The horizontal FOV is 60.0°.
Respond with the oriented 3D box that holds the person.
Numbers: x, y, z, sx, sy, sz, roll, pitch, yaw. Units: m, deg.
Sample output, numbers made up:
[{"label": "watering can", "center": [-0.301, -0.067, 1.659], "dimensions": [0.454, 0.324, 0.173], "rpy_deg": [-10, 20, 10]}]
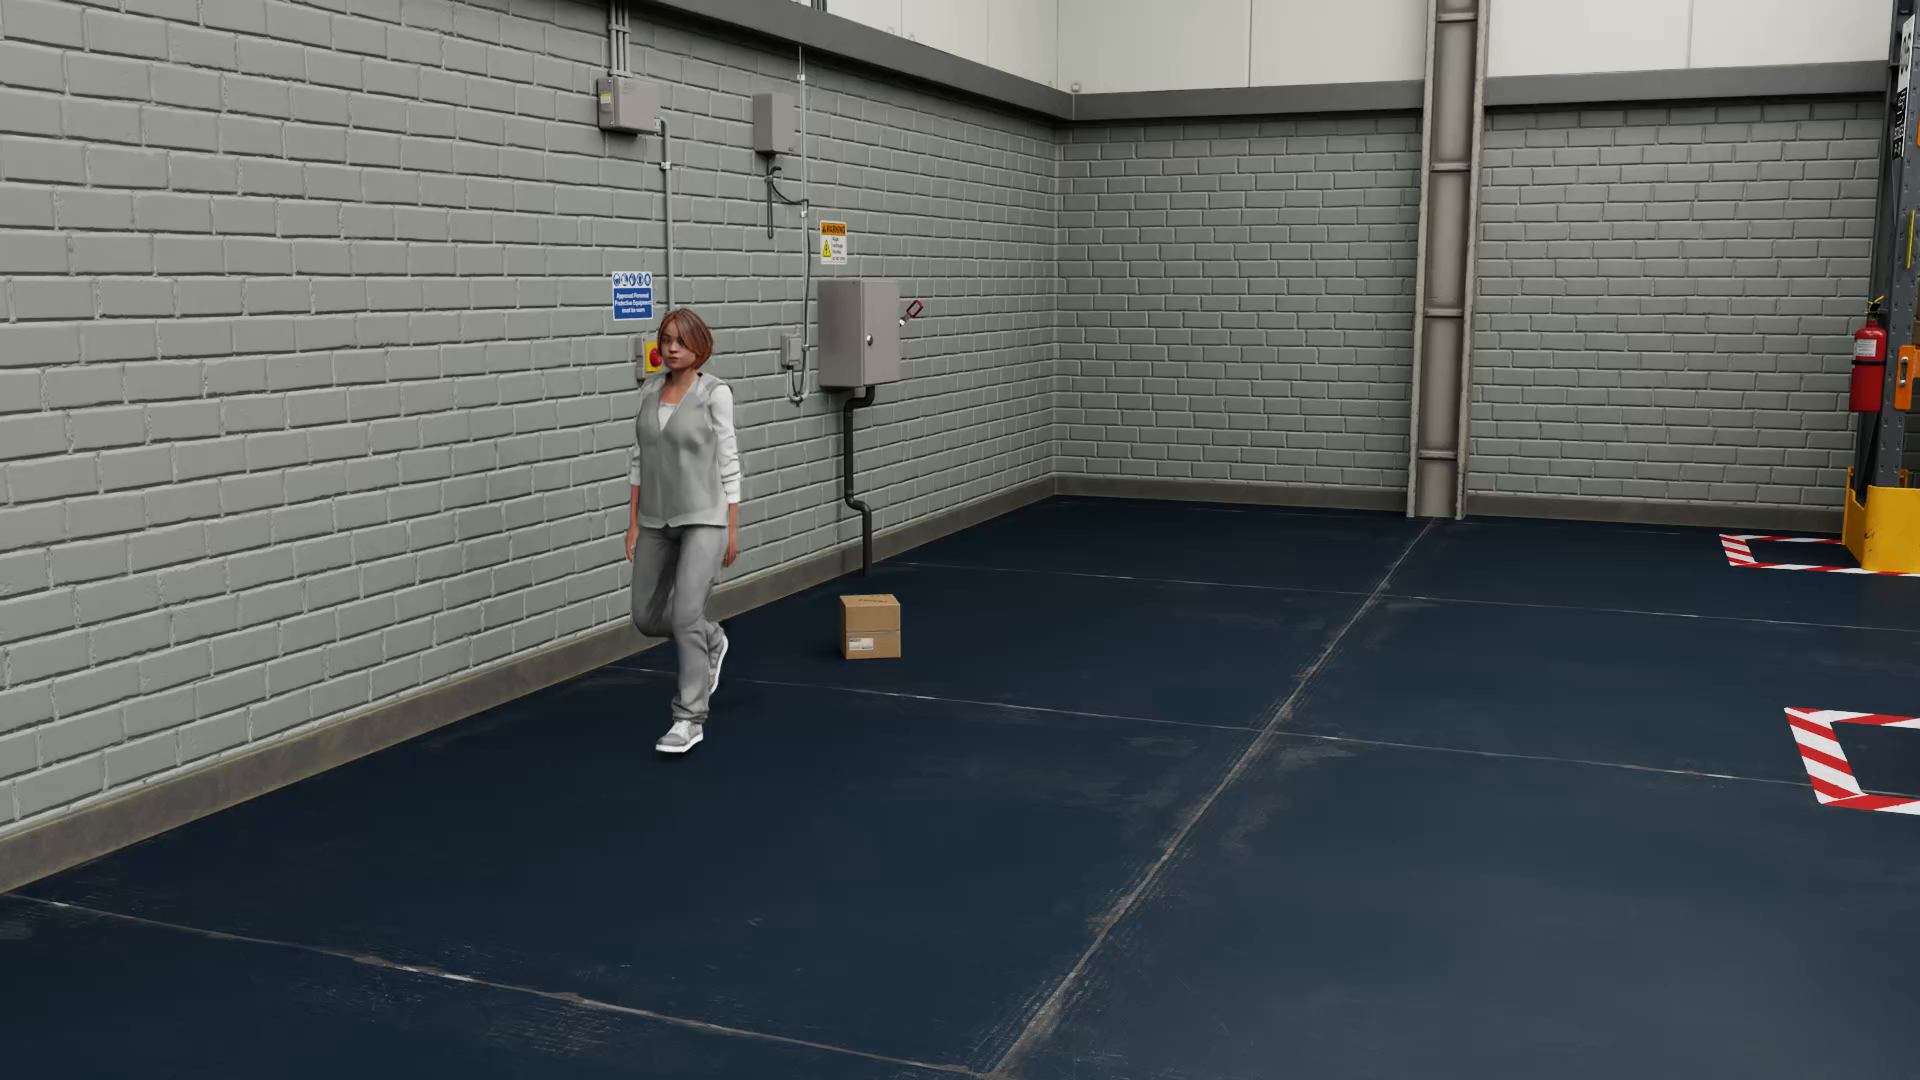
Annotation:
[{"label": "person", "center": [-0.989, -0.054, 6.109], "dimensions": [0.424, 1.582, 0.640], "rpy_deg": [4, 10, 23]}]
